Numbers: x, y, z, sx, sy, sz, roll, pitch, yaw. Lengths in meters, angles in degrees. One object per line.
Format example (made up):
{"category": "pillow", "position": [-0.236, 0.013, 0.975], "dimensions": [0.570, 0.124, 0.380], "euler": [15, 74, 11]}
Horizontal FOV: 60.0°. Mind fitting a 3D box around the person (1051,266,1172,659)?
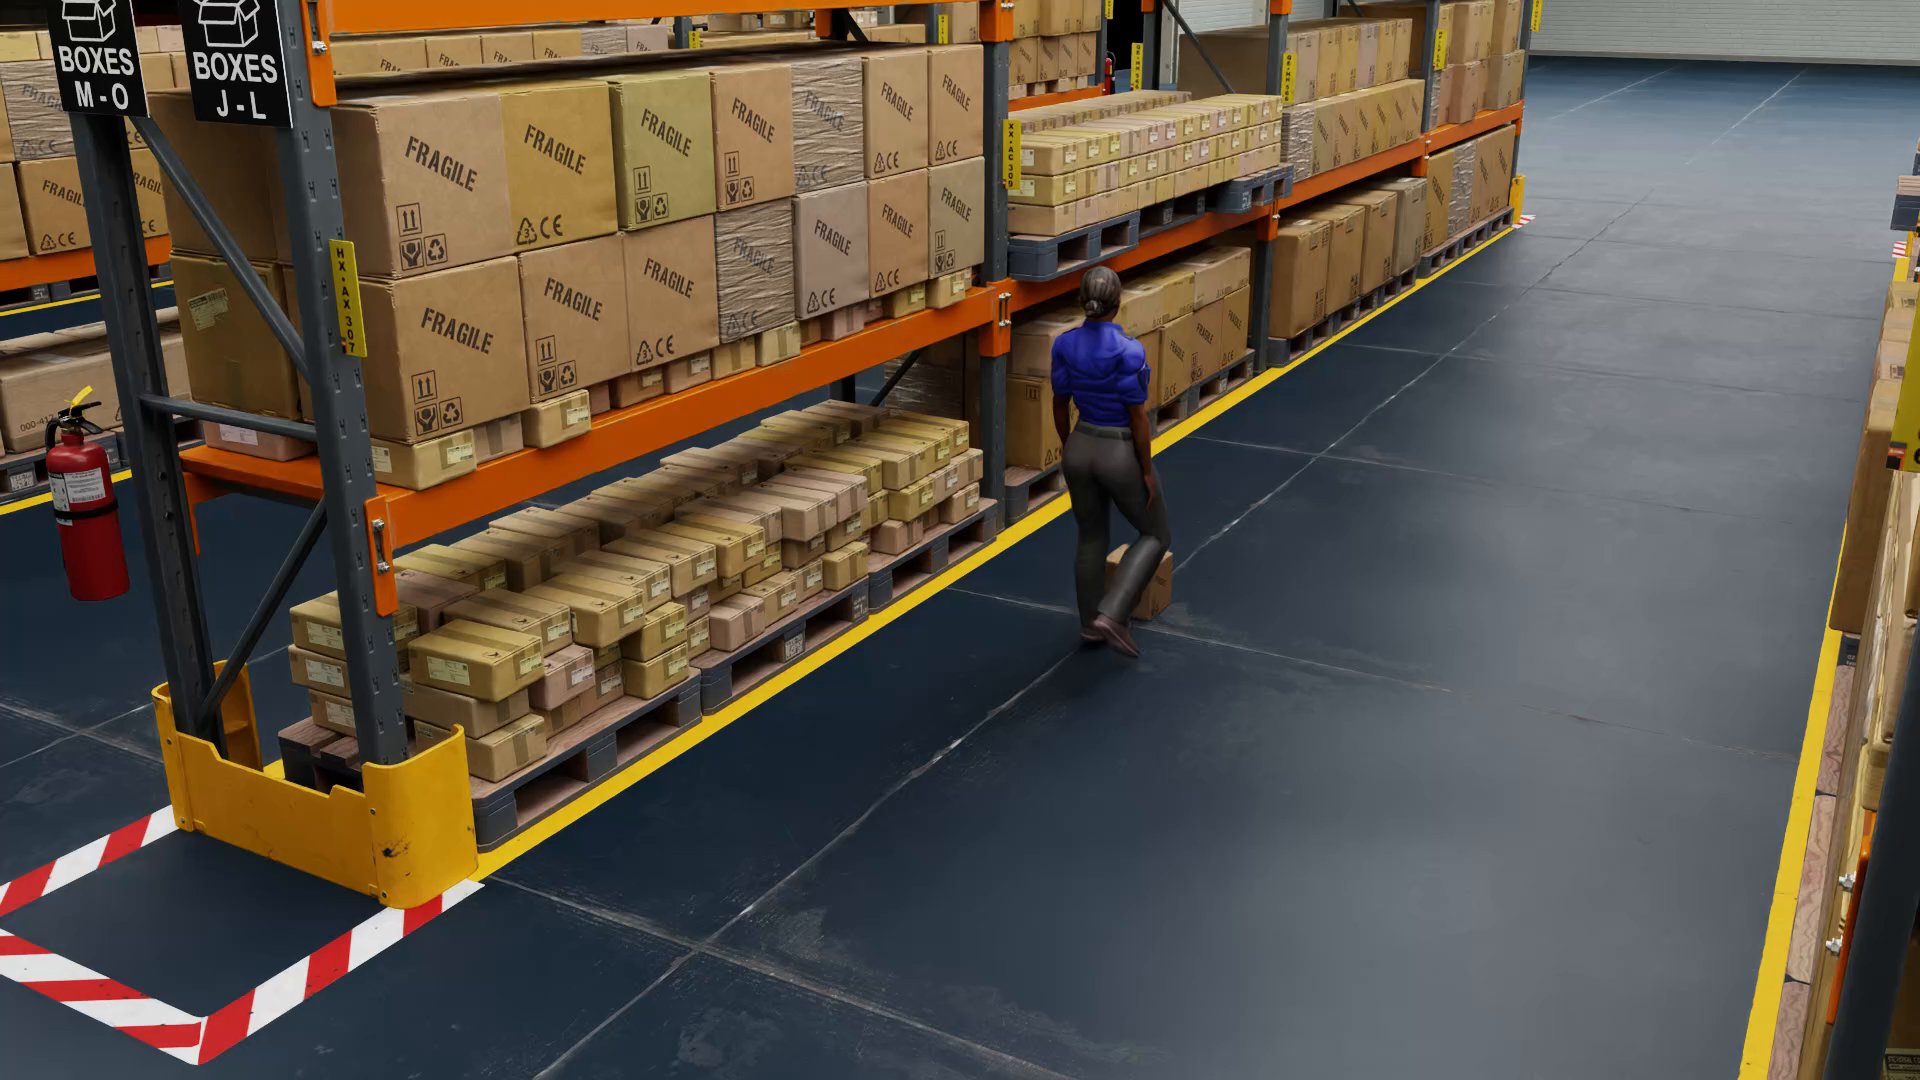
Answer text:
{"category": "person", "position": [0.624, -0.324, 6.917], "dimensions": [0.492, 1.658, 0.508], "euler": [14, 24, 34]}
